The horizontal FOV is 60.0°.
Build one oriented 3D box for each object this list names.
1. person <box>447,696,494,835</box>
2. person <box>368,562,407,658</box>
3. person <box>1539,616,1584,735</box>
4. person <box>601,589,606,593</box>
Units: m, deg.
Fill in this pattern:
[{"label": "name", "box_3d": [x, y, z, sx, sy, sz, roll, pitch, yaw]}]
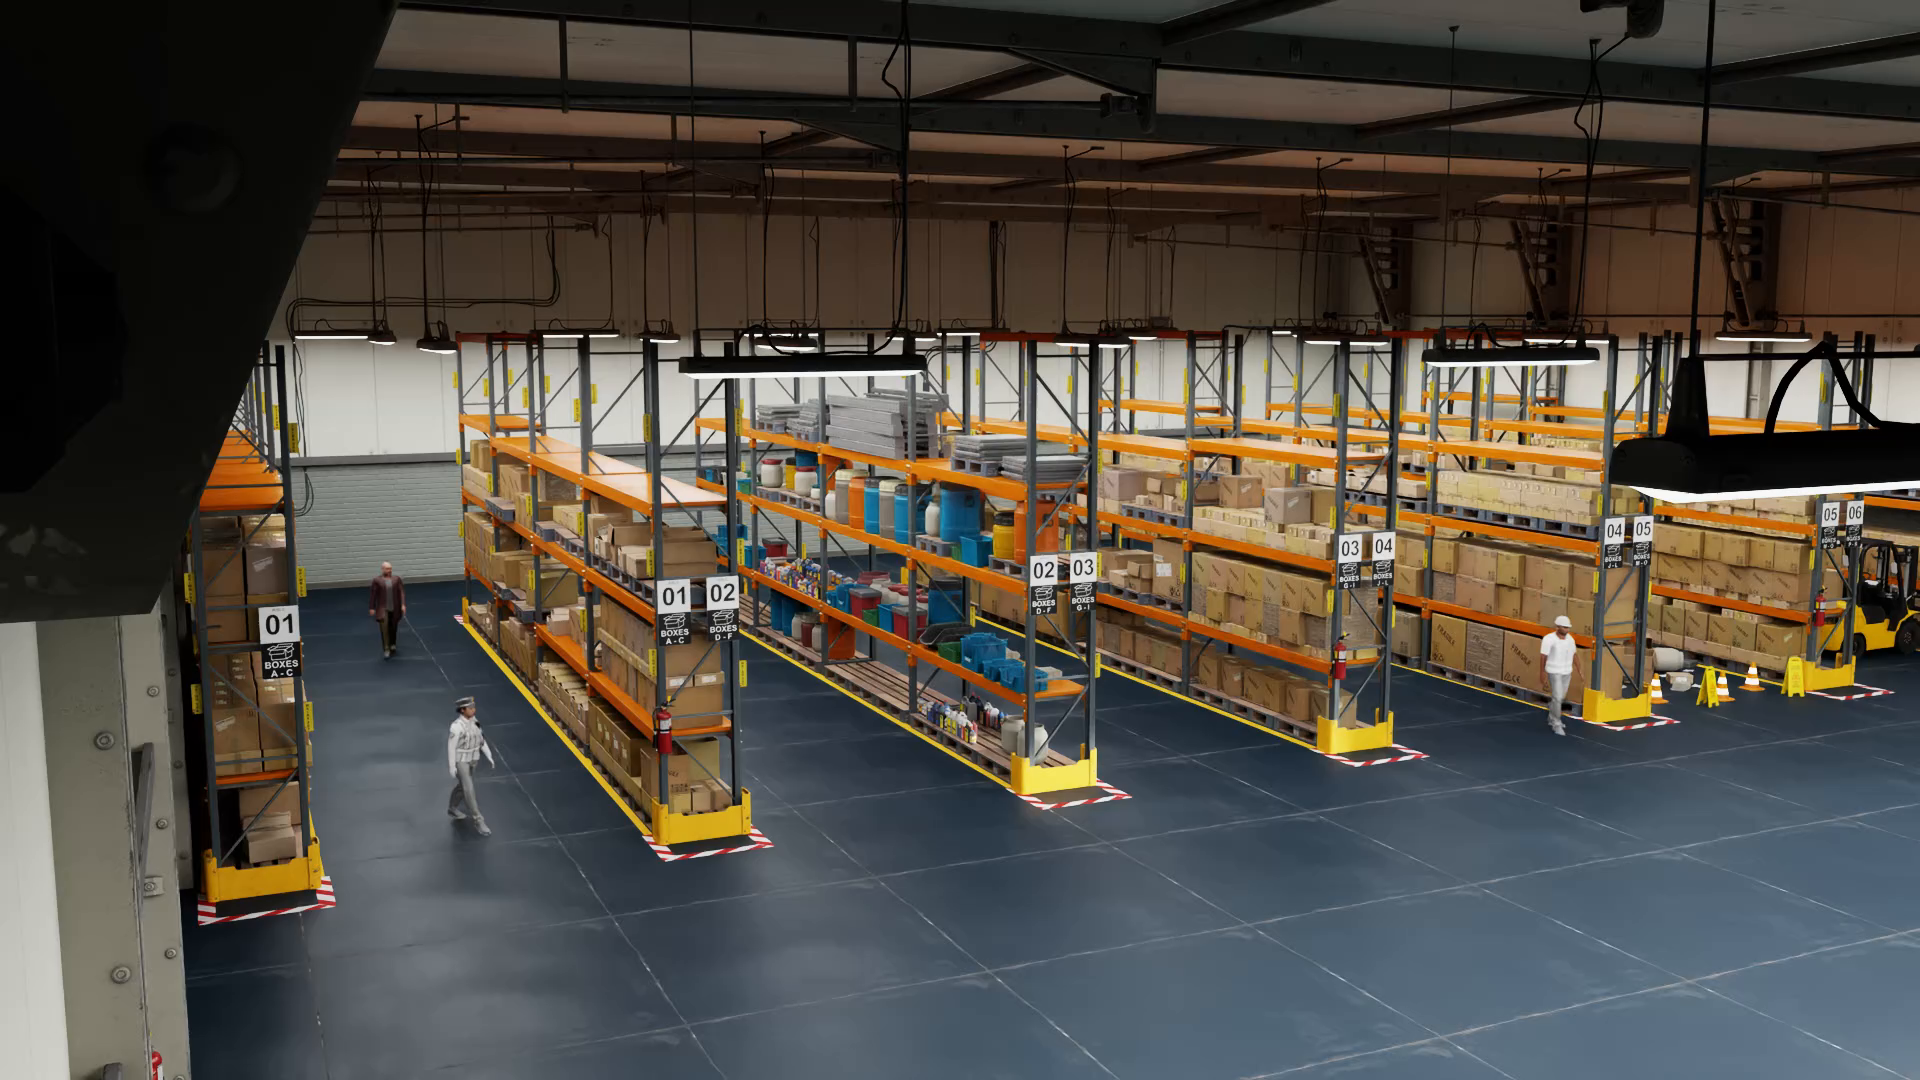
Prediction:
[{"label": "person", "box_3d": [-6.084, 2.741, 20.605, 0.967, 1.646, 0.558, 5, 9, 34]}, {"label": "person", "box_3d": [-10.652, 1.276, 30.997, 0.649, 1.717, 1.115, -4, 9, -29]}, {"label": "person", "box_3d": [9.182, 2.059, 25.397, 0.626, 1.815, 0.558, -3, 8, -23]}, {"label": "person", "box_3d": [-8.292, 0.391, 38.042, 0.811, 1.622, 0.444, 2, 8, 12]}]
